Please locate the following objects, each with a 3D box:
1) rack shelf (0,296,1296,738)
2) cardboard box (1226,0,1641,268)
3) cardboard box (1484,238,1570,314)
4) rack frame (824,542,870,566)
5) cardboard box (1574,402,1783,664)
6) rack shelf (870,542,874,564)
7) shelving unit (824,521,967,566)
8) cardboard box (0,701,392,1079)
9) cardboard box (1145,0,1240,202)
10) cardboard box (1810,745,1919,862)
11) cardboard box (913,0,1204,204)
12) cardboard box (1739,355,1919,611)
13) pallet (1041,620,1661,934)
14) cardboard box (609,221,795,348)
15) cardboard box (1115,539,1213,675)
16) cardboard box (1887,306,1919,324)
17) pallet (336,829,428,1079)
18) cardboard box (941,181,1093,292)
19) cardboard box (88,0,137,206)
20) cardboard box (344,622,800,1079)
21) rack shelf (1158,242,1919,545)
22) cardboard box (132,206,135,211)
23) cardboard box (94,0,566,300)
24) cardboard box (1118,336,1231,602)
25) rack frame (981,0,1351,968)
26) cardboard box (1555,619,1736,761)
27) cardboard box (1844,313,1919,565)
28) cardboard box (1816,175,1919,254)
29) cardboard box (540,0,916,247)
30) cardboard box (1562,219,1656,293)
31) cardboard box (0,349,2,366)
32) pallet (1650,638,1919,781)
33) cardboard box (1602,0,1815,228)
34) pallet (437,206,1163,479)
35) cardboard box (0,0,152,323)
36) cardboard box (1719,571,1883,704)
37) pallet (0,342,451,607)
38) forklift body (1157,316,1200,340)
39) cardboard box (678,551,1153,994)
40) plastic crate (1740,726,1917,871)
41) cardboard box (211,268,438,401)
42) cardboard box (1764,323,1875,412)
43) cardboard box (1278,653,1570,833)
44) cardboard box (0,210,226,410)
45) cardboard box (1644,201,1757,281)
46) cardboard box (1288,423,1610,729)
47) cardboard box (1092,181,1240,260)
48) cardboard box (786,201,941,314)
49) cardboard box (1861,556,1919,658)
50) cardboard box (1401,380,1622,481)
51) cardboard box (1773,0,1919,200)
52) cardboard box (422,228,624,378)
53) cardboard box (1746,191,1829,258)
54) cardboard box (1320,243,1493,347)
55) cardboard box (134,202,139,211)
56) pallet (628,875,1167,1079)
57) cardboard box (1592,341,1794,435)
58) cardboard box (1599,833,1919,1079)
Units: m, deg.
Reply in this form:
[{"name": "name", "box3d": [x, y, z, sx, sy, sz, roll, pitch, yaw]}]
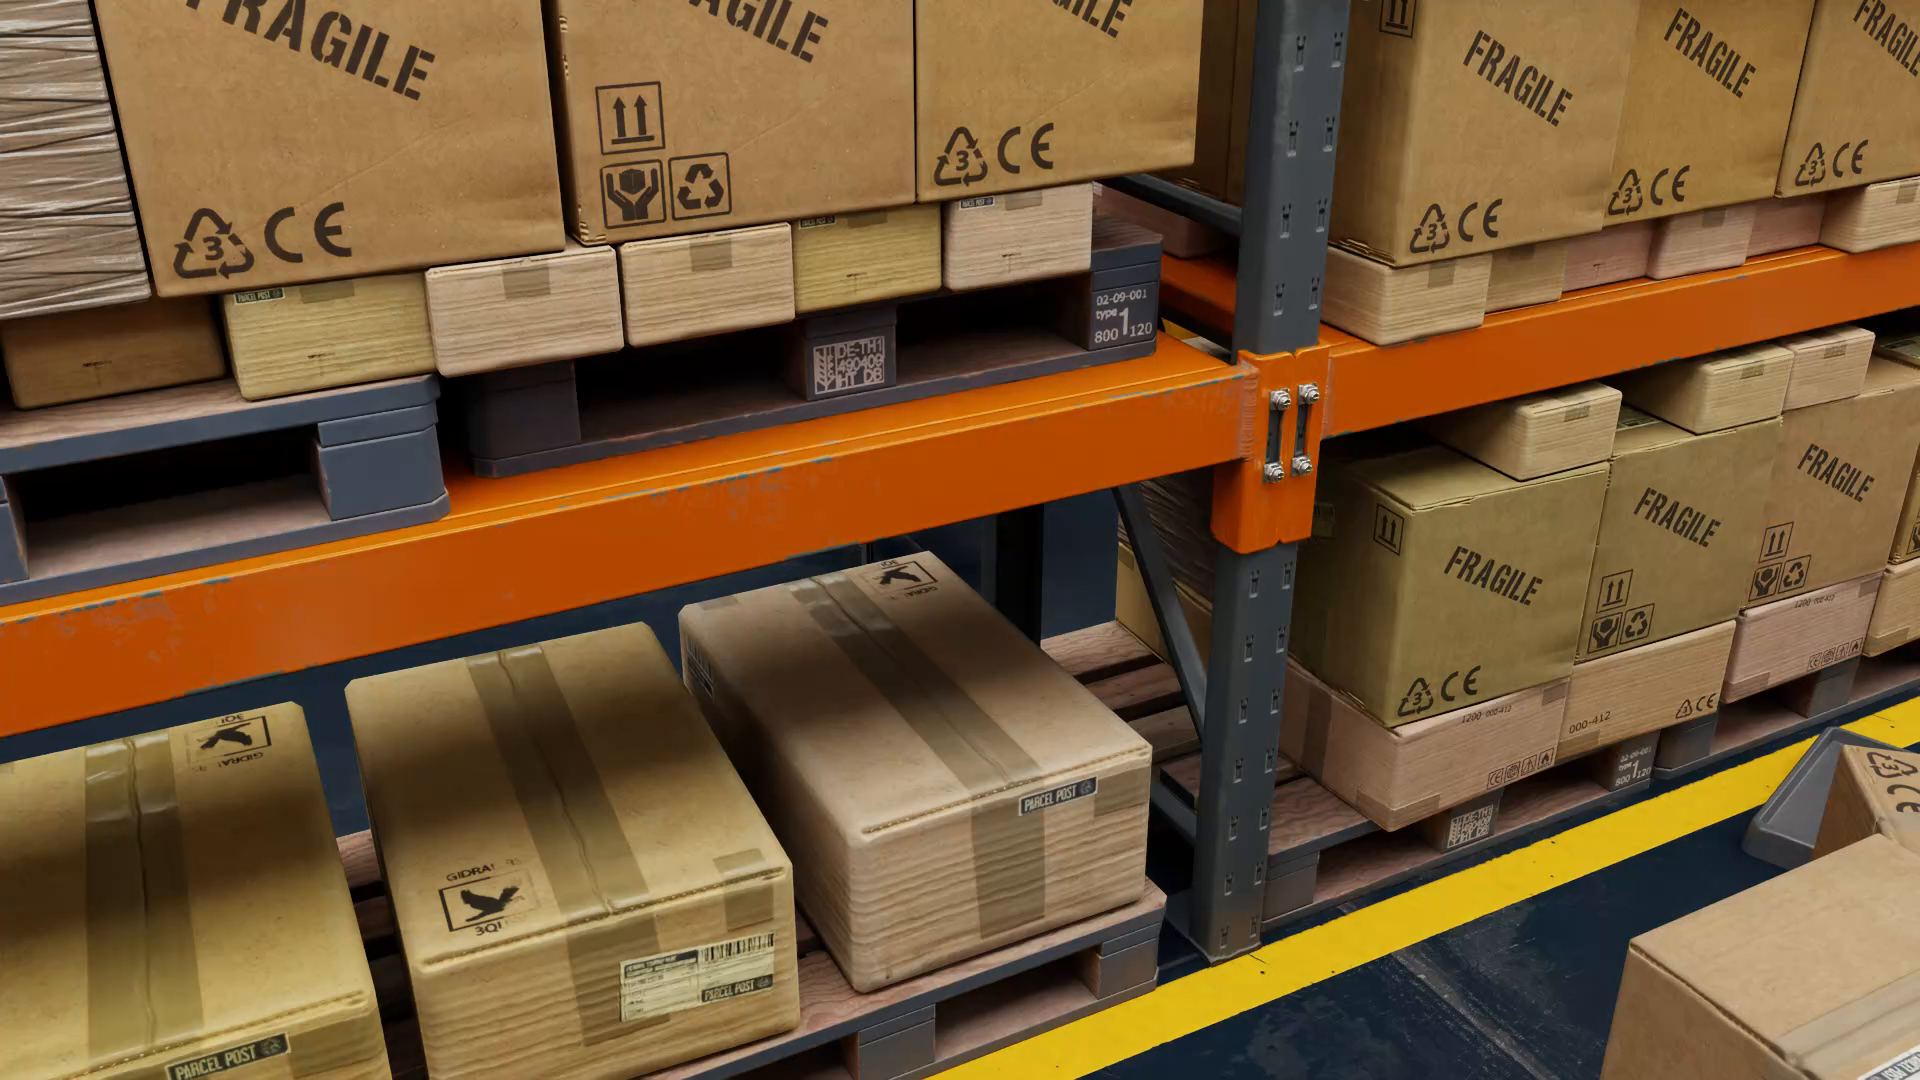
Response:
[{"name": "rack shelf", "box3d": [-1.428, 0.055, 2.500, 4.000, 0.370, 1.077, -13, 29, -25]}, {"name": "cardboard box", "box3d": [0.857, -0.839, 3.072, 0.500, 0.500, 0.500, -13, 29, -25]}, {"name": "cardboard box", "box3d": [0.965, -0.576, 3.274, 0.250, 0.149, 0.380, -12, 28, -24]}, {"name": "rack frame", "box3d": [-0.361, -0.863, 4.622, 0.015, 2.100, 0.400, -13, 29, -25]}, {"name": "cardboard box", "box3d": [1.452, -0.095, 3.807, 0.500, 0.500, 0.500, -12, 28, -23]}, {"name": "rack shelf", "box3d": [-0.146, -0.270, 5.034, 0.480, 0.518, 0.431, -13, 29, -25]}, {"name": "shelving unit", "box3d": [-0.146, -0.913, 4.725, 0.503, 2.100, 0.431, -13, 29, -25]}, {"name": "cardboard box", "box3d": [-1.370, 0.717, 2.842, 0.625, 0.372, 0.950, -12, 28, -23]}, {"name": "cardboard box", "box3d": [0.612, -1.041, 3.493, 0.500, 0.500, 0.500, -14, 29, -26]}, {"name": "cardboard box", "box3d": [1.923, 0.751, 3.105, 0.500, 0.500, 0.500, 5, 26, 11]}, {"name": "cardboard box", "box3d": [0.038, -0.863, 2.637, 0.500, 0.500, 0.500, -14, 29, -26]}, {"name": "cardboard box", "box3d": [1.910, -0.200, 4.025, 0.500, 0.500, 0.500, -11, 28, -22]}, {"name": "pallet", "box3d": [0.913, 0.431, 4.109, 1.213, 0.211, 1.003, -13, 29, -25]}, {"name": "cardboard box", "box3d": [-0.439, -0.429, 2.483, 0.250, 0.149, 0.380, -14, 29, -26]}, {"name": "cardboard box", "box3d": [0.732, 0.151, 4.162, 0.500, 0.250, 0.500, -12, 28, -23]}, {"name": "cardboard box", "box3d": [2.534, -0.605, 4.120, 0.250, 0.149, 0.380, -12, 28, -23]}, {"name": "pallet", "box3d": [-1.427, 0.990, 2.944, 1.213, 0.211, 1.003, -13, 29, -25]}, {"name": "cardboard box", "box3d": [0.013, -0.542, 2.718, 0.250, 0.149, 0.380, -13, 28, -24]}, {"name": "cardboard box", "box3d": [-1.544, -0.752, 2.407, 0.500, 0.500, 0.500, -14, 29, -27]}, {"name": "cardboard box", "box3d": [-0.757, 0.575, 3.138, 0.625, 0.372, 0.950, -11, 28, -22]}, {"name": "rack shelf", "box3d": [2.102, -0.759, 4.197, 4.000, 0.370, 1.077, -13, 29, -25]}, {"name": "cardboard box", "box3d": [-3.145, -1.424, 7.009, 0.625, 0.625, 0.875, -13, 29, -26]}, {"name": "cardboard box", "box3d": [-0.858, -0.659, 2.212, 0.500, 0.500, 0.500, -12, 28, -23]}, {"name": "cardboard box", "box3d": [0.733, -0.187, 3.999, 0.500, 0.500, 0.500, -13, 29, -26]}, {"name": "rack frame", "box3d": [0.337, -0.676, 3.193, 0.127, 3.000, 1.000, -13, 29, -25]}, {"name": "cardboard box", "box3d": [1.451, 0.244, 3.968, 0.500, 0.250, 0.500, -11, 28, -22]}, {"name": "cardboard box", "box3d": [2.375, -0.308, 4.252, 0.500, 0.500, 0.500, -14, 29, -26]}, {"name": "cardboard box", "box3d": [1.899, -0.762, 3.661, 0.250, 0.149, 0.380, -13, 28, -25]}, {"name": "cardboard box", "box3d": [-0.399, -0.761, 2.426, 0.500, 0.500, 0.500, -13, 28, -25]}, {"name": "cardboard box", "box3d": [1.185, -0.642, 3.411, 0.250, 0.149, 0.380, -13, 29, -25]}, {"name": "cardboard box", "box3d": [-1.369, -0.243, 2.096, 0.250, 0.149, 0.380, -12, 28, -23]}, {"name": "pallet", "box3d": [1.991, 0.180, 4.630, 1.213, 0.211, 1.003, -13, 29, -25]}, {"name": "cardboard box", "box3d": [1.289, -0.950, 3.303, 0.500, 0.500, 0.500, -13, 29, -25]}, {"name": "pallet", "box3d": [-0.406, -0.490, 3.026, 1.213, 0.211, 1.003, -13, 29, -25]}, {"name": "cardboard box", "box3d": [-1.319, -0.552, 1.989, 0.500, 0.500, 0.500, -14, 29, -27]}, {"name": "cardboard box", "box3d": [1.917, 0.135, 4.195, 0.500, 0.250, 0.500, -13, 29, -26]}, {"name": "pallet", "box3d": [-1.465, -0.194, 2.410, 1.213, 0.211, 1.003, -13, 29, -25]}, {"name": "forklift body", "box3d": [0.713, -1.920, 6.764, 1.214, 2.155, 2.313, -13, 29, -25]}, {"name": "cardboard box", "box3d": [-0.124, 0.427, 3.446, 0.625, 0.372, 0.950, -13, 28, -24]}, {"name": "plastic crate", "box3d": [2.108, 0.633, 3.838, 0.402, 0.080, 0.583, 21, 33, 37]}, {"name": "cardboard box", "box3d": [-0.894, -0.340, 2.297, 0.250, 0.149, 0.380, -13, 29, -25]}, {"name": "cardboard box", "box3d": [1.812, -0.437, 3.771, 0.250, 0.149, 0.380, -11, 28, -22]}, {"name": "cardboard box", "box3d": [0.985, 0.357, 3.733, 0.500, 0.250, 0.500, -14, 29, -27]}, {"name": "cardboard box", "box3d": [-1.175, -0.325, 2.267, 0.250, 0.149, 0.380, -14, 29, -27]}, {"name": "cardboard box", "box3d": [1.419, -0.679, 3.488, 0.250, 0.149, 0.380, -12, 28, -24]}, {"name": "cardboard box", "box3d": [0.985, 0.019, 3.570, 0.500, 0.500, 0.500, -12, 28, -23]}, {"name": "cardboard box", "box3d": [0.477, -0.745, 3.626, 0.250, 0.149, 0.380, -13, 29, -26]}, {"name": "cardboard box", "box3d": [-0.228, -0.495, 2.621, 0.250, 0.149, 0.380, -14, 29, -27]}, {"name": "cardboard box", "box3d": [2.360, 0.038, 4.397, 0.500, 0.250, 0.500, -14, 29, -27]}, {"name": "cardboard box", "box3d": [1.123, -0.276, 3.435, 0.250, 0.149, 0.380, -13, 28, -24]}, {"name": "cardboard box", "box3d": [1.738, -1.047, 3.506, 0.500, 0.500, 0.500, -13, 29, -26]}, {"name": "cardboard box", "box3d": [-0.662, -0.376, 2.372, 0.250, 0.149, 0.380, -13, 28, -25]}, {"name": "cardboard box", "box3d": [1.640, -0.745, 3.626, 0.250, 0.149, 0.380, -13, 29, -25]}, {"name": "cardboard box", "box3d": [0.766, -0.505, 3.126, 0.250, 0.149, 0.380, -13, 29, -25]}, {"name": "cardboard box", "box3d": [-1.203, -0.540, 2.714, 0.250, 0.149, 0.380, -13, 28, -25]}, {"name": "pallet", "box3d": [-0.349, 0.740, 3.465, 1.213, 0.211, 1.003, -13, 29, -25]}, {"name": "cardboard box", "box3d": [1.576, -0.381, 3.655, 0.250, 0.149, 0.380, -12, 28, -23]}, {"name": "cardboard box", "box3d": [1.201, 0.783, 2.167, 0.500, 0.500, 0.500, -13, 29, -25]}]
